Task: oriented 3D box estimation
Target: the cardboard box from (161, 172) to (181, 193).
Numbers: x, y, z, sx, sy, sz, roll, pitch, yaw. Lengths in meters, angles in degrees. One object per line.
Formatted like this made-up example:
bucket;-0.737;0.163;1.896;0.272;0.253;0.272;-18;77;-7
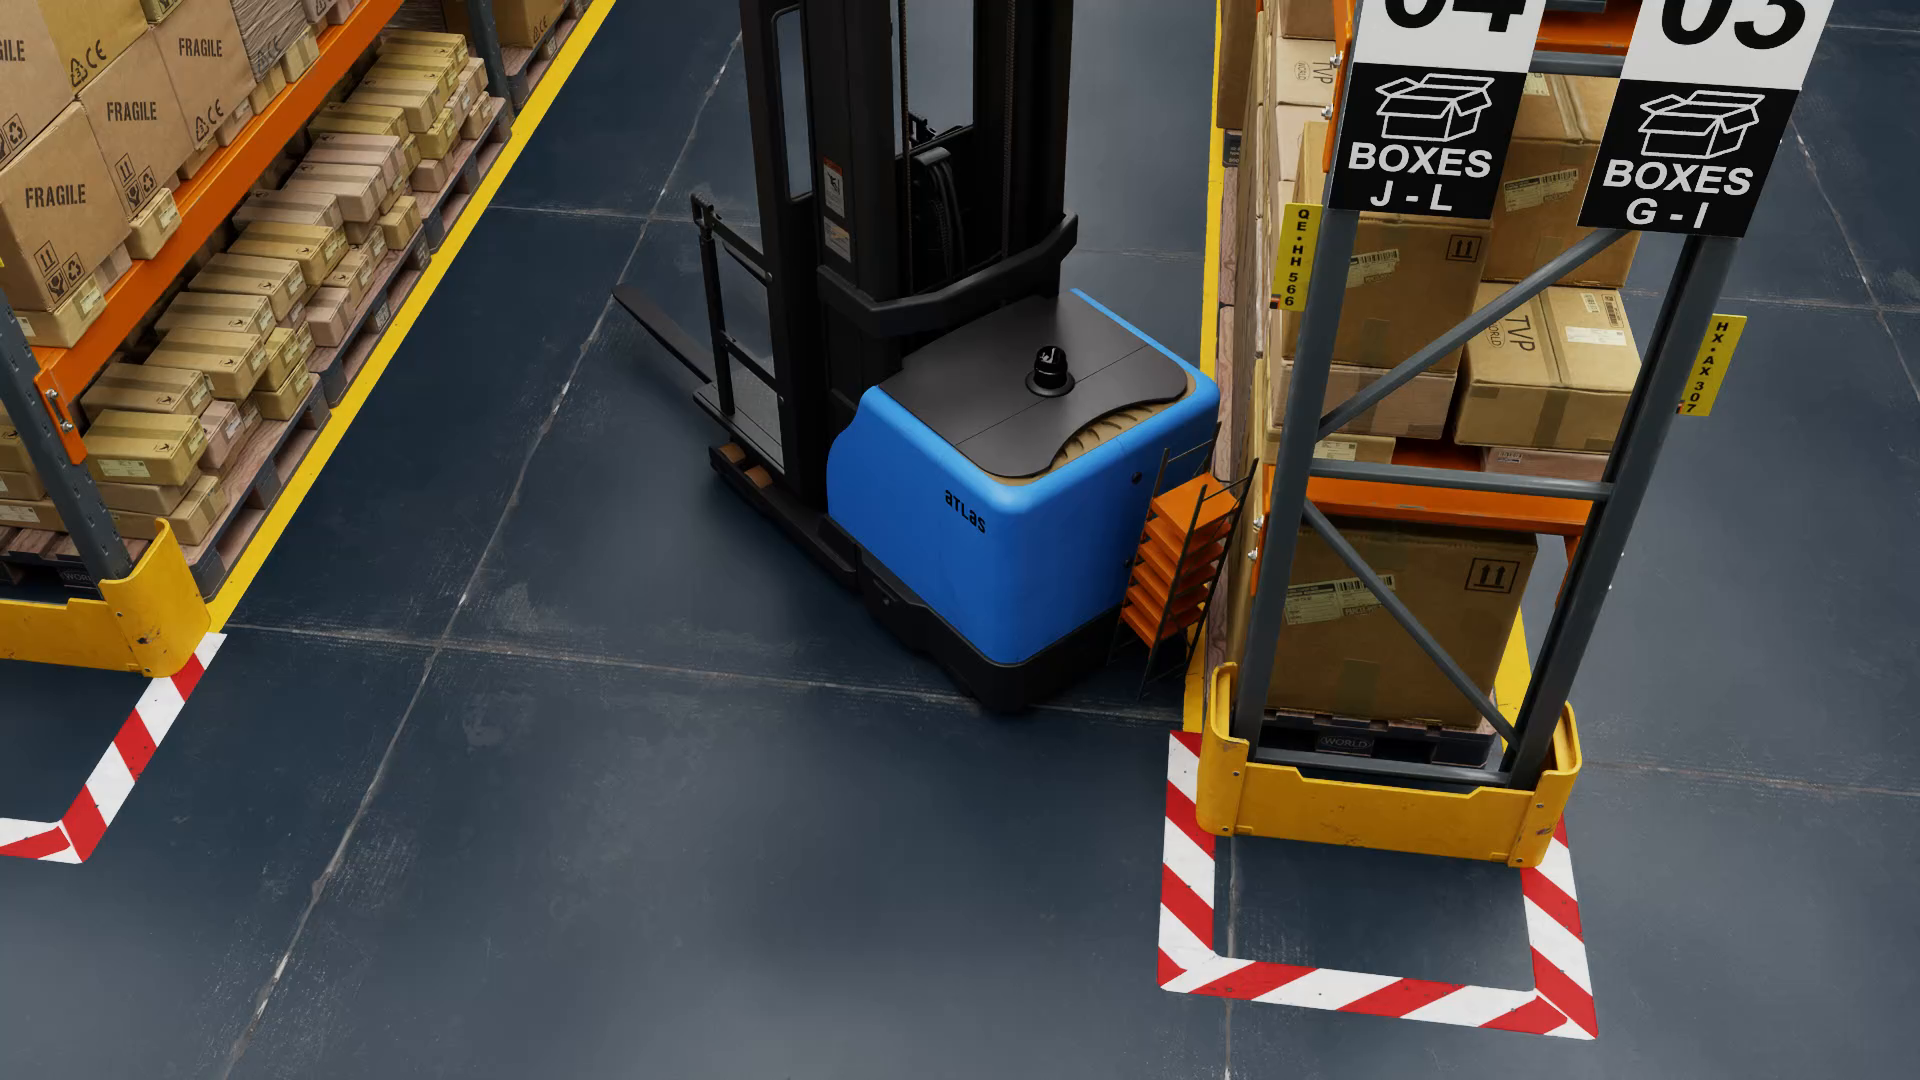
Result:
cardboard box;-3.144;-1.332;6.158;0.380;0.149;0.250;7;44;7

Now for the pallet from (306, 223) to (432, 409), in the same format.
pallet;-3.175;-1.106;7.764;1.003;0.211;1.213;5;44;6

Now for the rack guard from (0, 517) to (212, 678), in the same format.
rack guard;-3.481;0.169;6.208;1.175;0.500;0.348;5;44;6

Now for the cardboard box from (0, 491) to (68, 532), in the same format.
cardboard box;-3.628;-0.182;6.529;0.380;0.149;0.250;6;44;6

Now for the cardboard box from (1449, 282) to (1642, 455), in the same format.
cardboard box;1.743;-0.524;5.014;0.500;0.250;0.500;4;44;4

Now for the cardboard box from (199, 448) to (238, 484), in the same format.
cardboard box;-3.151;-0.318;6.672;0.380;0.149;0.250;5;44;5

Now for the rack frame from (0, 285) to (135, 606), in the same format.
rack frame;-3.491;-0.687;5.294;1.000;3.000;0.127;5;44;6

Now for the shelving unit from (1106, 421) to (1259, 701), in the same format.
shelving unit;0.751;0.103;5.757;0.258;1.200;0.189;-26;58;-25

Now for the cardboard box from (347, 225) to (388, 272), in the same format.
cardboard box;-2.914;-1.355;7.768;0.380;0.149;0.250;6;44;6

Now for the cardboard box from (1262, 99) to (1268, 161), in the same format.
cardboard box;1.367;-1.568;6.407;0.380;0.149;0.250;4;44;4

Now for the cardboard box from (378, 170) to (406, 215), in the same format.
cardboard box;-2.875;-1.688;7.902;0.380;0.149;0.250;6;44;7

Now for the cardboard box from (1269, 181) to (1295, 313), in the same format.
cardboard box;1.281;-0.921;5.434;0.500;0.250;0.500;5;44;5

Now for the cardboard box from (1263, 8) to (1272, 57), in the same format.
cardboard box;1.470;-2.093;6.961;0.380;0.149;0.250;4;44;4

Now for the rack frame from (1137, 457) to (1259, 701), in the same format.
rack frame;0.803;0.164;5.713;0.240;1.200;0.006;-26;58;-25

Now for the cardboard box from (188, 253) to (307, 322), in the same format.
cardboard box;-3.011;-1.070;7.034;0.380;0.149;0.250;7;44;7

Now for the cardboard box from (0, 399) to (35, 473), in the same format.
cardboard box;-3.672;-0.404;6.331;0.380;0.149;0.250;6;44;6

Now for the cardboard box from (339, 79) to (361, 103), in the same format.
cardboard box;-3.272;-2.240;8.486;0.380;0.149;0.250;6;44;6

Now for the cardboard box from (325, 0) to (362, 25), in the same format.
cardboard box;-2.853;-2.383;7.267;0.380;0.149;0.250;4;44;4

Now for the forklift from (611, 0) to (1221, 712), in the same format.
forklift;-0.394;-1.398;6.095;1.130;2.935;3.031;-29;51;-27

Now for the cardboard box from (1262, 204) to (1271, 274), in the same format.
cardboard box;1.266;-1.045;5.855;0.380;0.149;0.250;4;44;5

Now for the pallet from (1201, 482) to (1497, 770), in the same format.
pallet;1.440;0.293;6.287;1.003;0.211;1.213;5;44;6

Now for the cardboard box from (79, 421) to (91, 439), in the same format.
cardboard box;-3.616;-0.471;6.618;0.380;0.149;0.250;4;44;5

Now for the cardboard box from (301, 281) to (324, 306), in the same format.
cardboard box;-3.053;-1.146;7.330;0.380;0.149;0.250;7;44;8

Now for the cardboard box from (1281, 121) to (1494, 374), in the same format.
cardboard box;1.216;-0.849;4.812;0.500;0.500;0.500;6;44;6

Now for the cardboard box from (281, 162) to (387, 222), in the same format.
cardboard box;-2.851;-1.585;7.577;0.380;0.149;0.250;4;44;4

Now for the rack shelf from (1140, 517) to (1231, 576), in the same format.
rack shelf;0.768;-0.021;5.606;0.258;0.103;0.180;-26;58;-25

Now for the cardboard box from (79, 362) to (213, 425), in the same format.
cardboard box;-3.168;-0.545;6.480;0.380;0.149;0.250;6;44;6

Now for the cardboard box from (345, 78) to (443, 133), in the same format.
cardboard box;-2.772;-2.132;8.156;0.380;0.149;0.250;5;44;5

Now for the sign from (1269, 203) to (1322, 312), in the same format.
sign;0.876;-0.733;4.328;0.100;0.325;0.005;5;44;6

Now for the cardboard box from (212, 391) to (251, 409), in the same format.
cardboard box;-3.131;-0.602;6.756;0.380;0.149;0.250;6;44;6

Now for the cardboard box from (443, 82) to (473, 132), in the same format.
cardboard box;-2.712;-2.209;8.453;0.380;0.149;0.250;3;44;4

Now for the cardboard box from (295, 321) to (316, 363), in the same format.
cardboard box;-3.043;-0.835;7.218;0.380;0.149;0.250;5;44;6

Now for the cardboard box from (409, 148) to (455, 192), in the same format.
cardboard box;-2.765;-1.877;8.318;0.380;0.149;0.250;4;44;4

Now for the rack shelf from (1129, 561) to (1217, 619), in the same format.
rack shelf;0.747;0.131;5.791;0.258;0.103;0.180;-26;58;-25

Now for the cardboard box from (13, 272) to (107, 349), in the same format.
cardboard box;-3.123;-0.787;5.582;0.380;0.149;0.250;5;44;5

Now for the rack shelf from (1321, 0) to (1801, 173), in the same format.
rack shelf;1.676;-2.358;5.401;1.077;0.370;4.000;5;44;6

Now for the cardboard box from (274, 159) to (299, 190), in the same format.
cardboard box;-3.367;-1.702;7.917;0.380;0.149;0.250;7;44;7

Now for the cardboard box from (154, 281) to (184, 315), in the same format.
cardboard box;-3.582;-1.006;7.183;0.380;0.149;0.250;6;44;6

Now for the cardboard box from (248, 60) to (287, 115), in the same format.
cardboard box;-2.968;-1.855;6.710;0.380;0.149;0.250;7;44;7

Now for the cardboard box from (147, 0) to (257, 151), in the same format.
cardboard box;-3.035;-1.812;6.193;0.500;0.500;0.500;6;44;6

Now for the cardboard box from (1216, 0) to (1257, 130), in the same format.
cardboard box;2.006;-2.712;8.673;1.225;0.875;0.875;5;44;6

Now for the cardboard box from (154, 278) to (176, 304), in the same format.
cardboard box;-3.596;-1.117;7.084;0.380;0.149;0.250;7;44;7

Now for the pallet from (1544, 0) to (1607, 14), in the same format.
pallet;1.500;-1.731;4.279;1.003;0.211;1.213;5;44;6

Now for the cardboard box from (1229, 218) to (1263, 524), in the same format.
cardboard box;1.538;-0.612;6.455;0.875;0.875;0.875;5;44;6

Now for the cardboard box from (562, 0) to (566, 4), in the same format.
cardboard box;-2.533;-3.498;9.775;0.500;0.500;0.500;7;44;7

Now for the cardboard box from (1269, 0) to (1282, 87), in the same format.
cardboard box;1.485;-1.959;6.530;0.500;0.250;0.500;6;44;7

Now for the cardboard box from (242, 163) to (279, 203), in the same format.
cardboard box;-3.374;-1.632;7.628;0.380;0.149;0.250;4;44;4

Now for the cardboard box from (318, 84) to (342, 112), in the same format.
cardboard box;-3.293;-2.171;8.197;0.380;0.149;0.250;5;44;5

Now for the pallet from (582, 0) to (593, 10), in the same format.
pallet;-2.702;-3.765;10.573;1.003;0.211;1.213;5;44;6

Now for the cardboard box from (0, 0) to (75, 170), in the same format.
cardboard box;-3.169;-1.476;5.111;0.500;0.500;0.500;5;44;5

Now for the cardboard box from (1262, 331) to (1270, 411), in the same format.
cardboard box;1.165;-0.526;5.307;0.380;0.149;0.250;6;44;6
